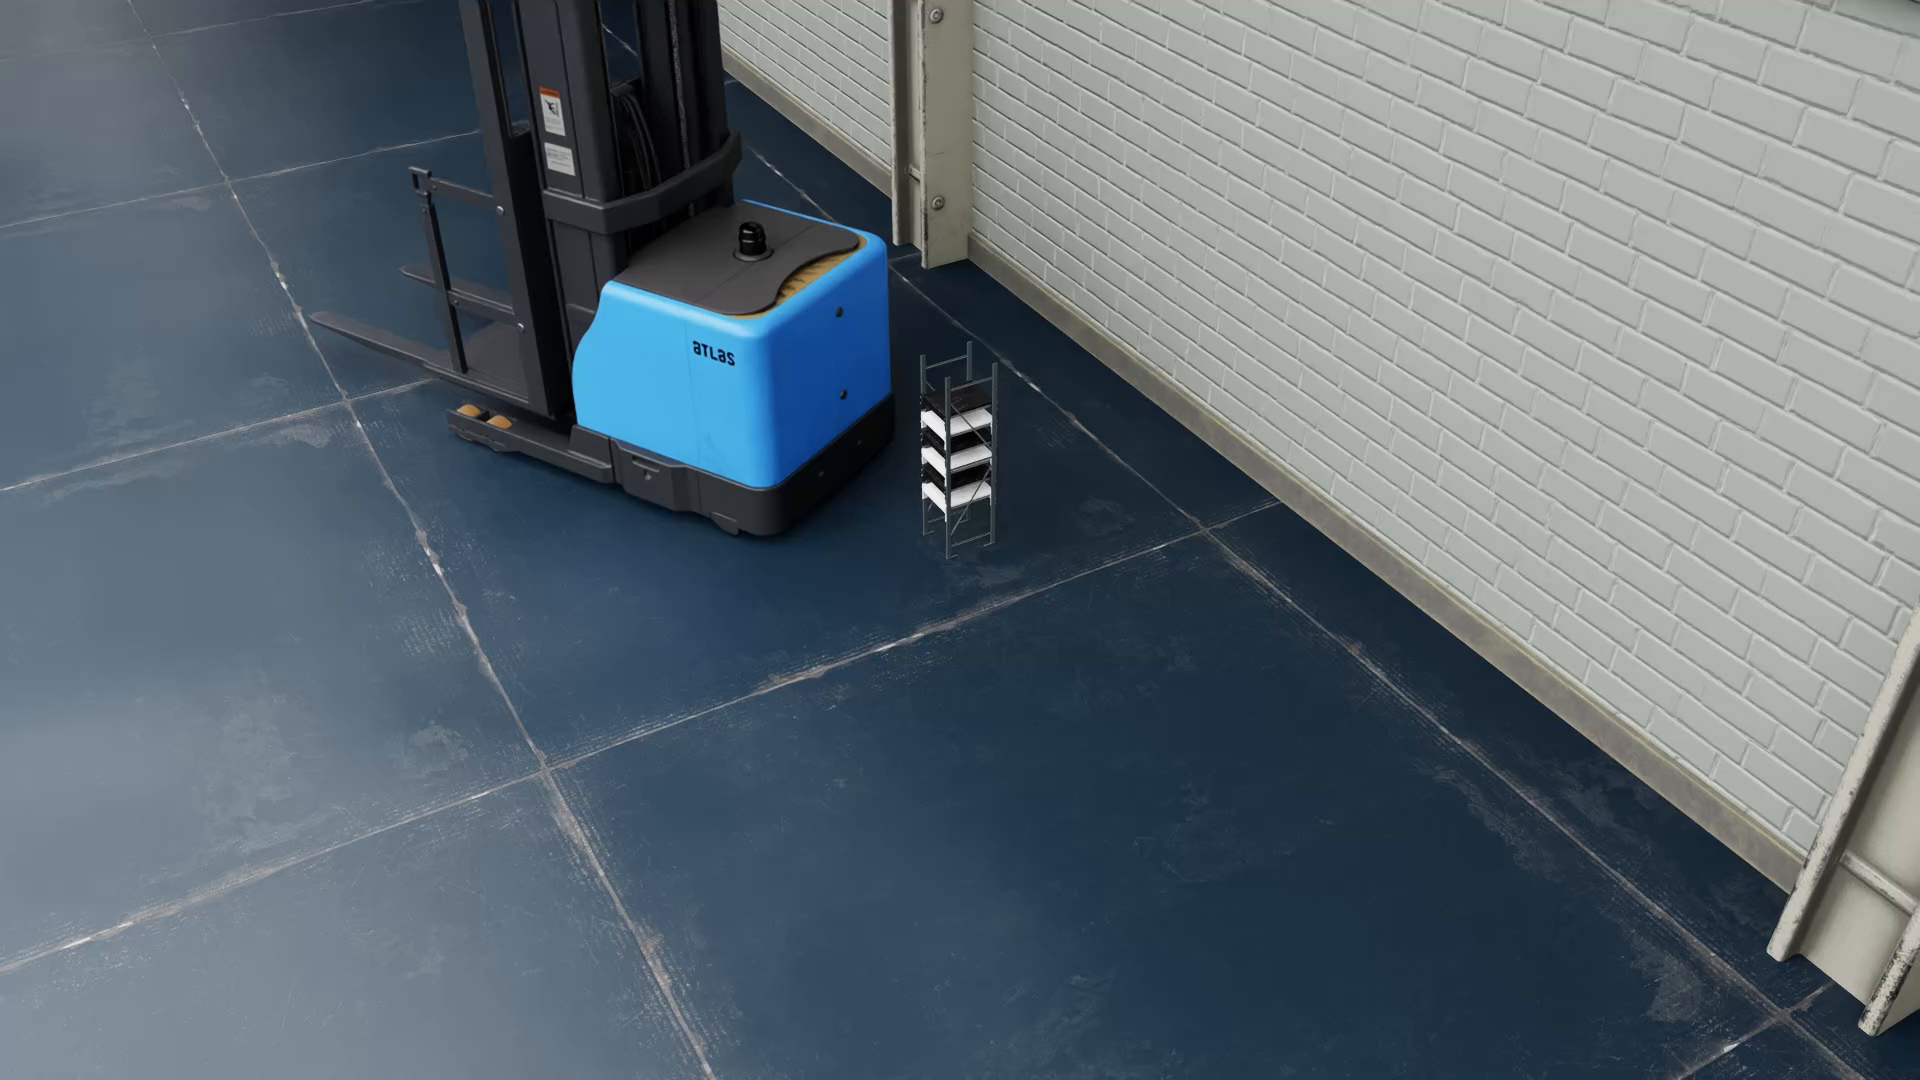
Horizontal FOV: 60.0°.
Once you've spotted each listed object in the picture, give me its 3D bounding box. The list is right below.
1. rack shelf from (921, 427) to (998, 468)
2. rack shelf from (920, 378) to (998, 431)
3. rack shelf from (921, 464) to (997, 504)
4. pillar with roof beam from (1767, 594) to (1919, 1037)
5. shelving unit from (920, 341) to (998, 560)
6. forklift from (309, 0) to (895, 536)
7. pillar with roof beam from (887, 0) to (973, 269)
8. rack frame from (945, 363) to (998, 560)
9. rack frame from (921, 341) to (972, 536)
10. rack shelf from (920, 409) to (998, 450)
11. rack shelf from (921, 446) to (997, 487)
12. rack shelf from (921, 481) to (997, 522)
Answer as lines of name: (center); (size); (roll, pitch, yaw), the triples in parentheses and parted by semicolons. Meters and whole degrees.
rack shelf: (-0.004, -0.413, 6.957); (0.258, 0.077, 0.200); (-19, 40, -24)
rack shelf: (-0.004, -0.559, 6.851); (0.258, 0.077, 0.200); (-19, 40, -24)
rack shelf: (-0.004, -0.268, 7.063); (0.258, 0.077, 0.200); (-19, 40, -24)
pillar with roof beam: (-0.866, -0.965, 0.942); (9.100, 9.000, 0.400); (-19, 40, -24)
shelving unit: (-0.004, -0.368, 6.990); (0.258, 0.900, 0.210); (-19, 40, -24)
forklift: (-1.832, -1.844, 7.290); (3.031, 2.935, 1.130); (20, 40, 25)
pillar with roof beam: (-3.880, -4.025, 5.132); (9.100, 9.000, 0.400); (-19, 40, -24)
rack frame: (0.047, -0.316, 6.919); (0.240, 0.900, 0.006); (-19, 40, -24)
rack frame: (-0.055, -0.419, 7.061); (0.240, 0.900, 0.006); (-19, 40, -24)
rack shelf: (-0.004, -0.486, 6.904); (0.258, 0.077, 0.200); (-19, 40, -24)
rack shelf: (-0.004, -0.341, 7.010); (0.258, 0.077, 0.200); (-19, 40, -24)
rack shelf: (-0.004, -0.195, 7.116); (0.258, 0.077, 0.200); (-19, 40, -24)
